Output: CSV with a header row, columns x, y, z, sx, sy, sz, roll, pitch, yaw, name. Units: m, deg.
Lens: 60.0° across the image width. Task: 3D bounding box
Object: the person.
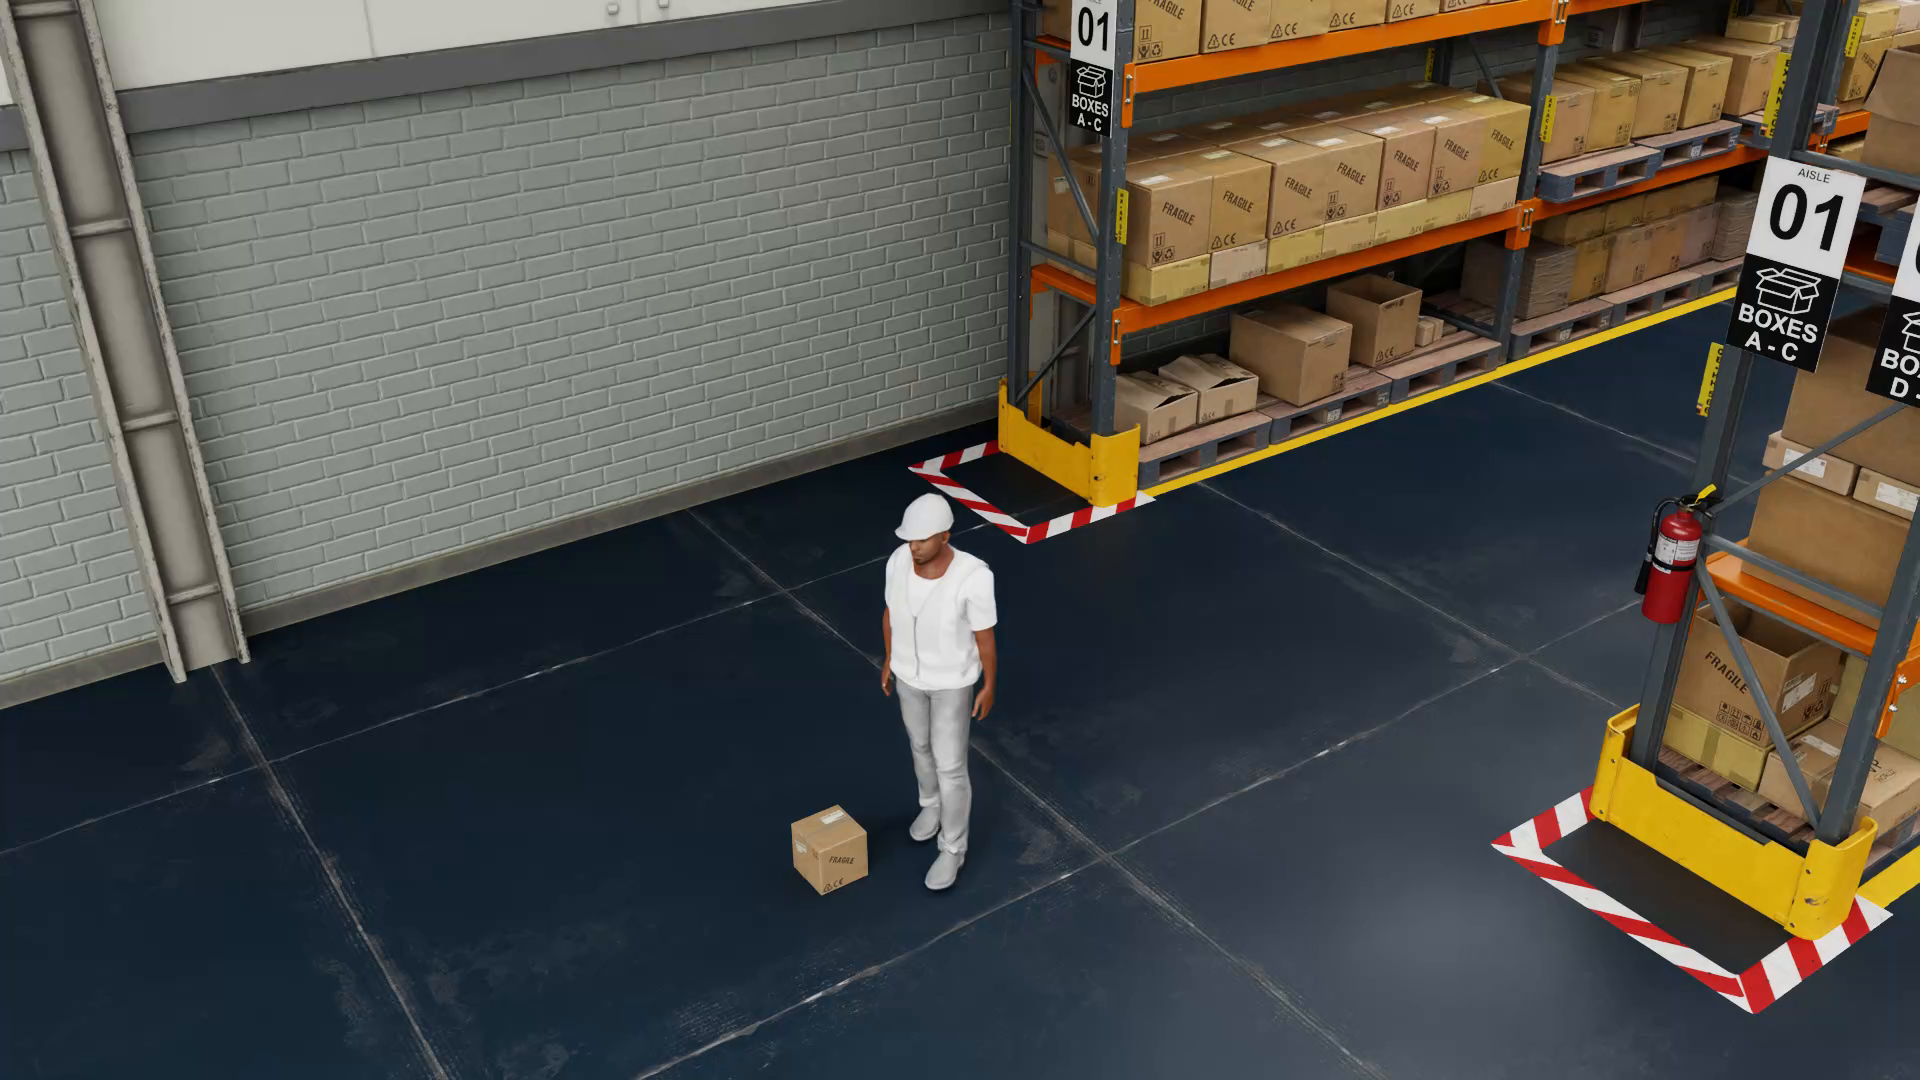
x,y,z,sx,sy,sz,roll,pitch,yaw,name
-0.177,0.651,7.381,0.586,1.768,0.617,16,32,27,person
